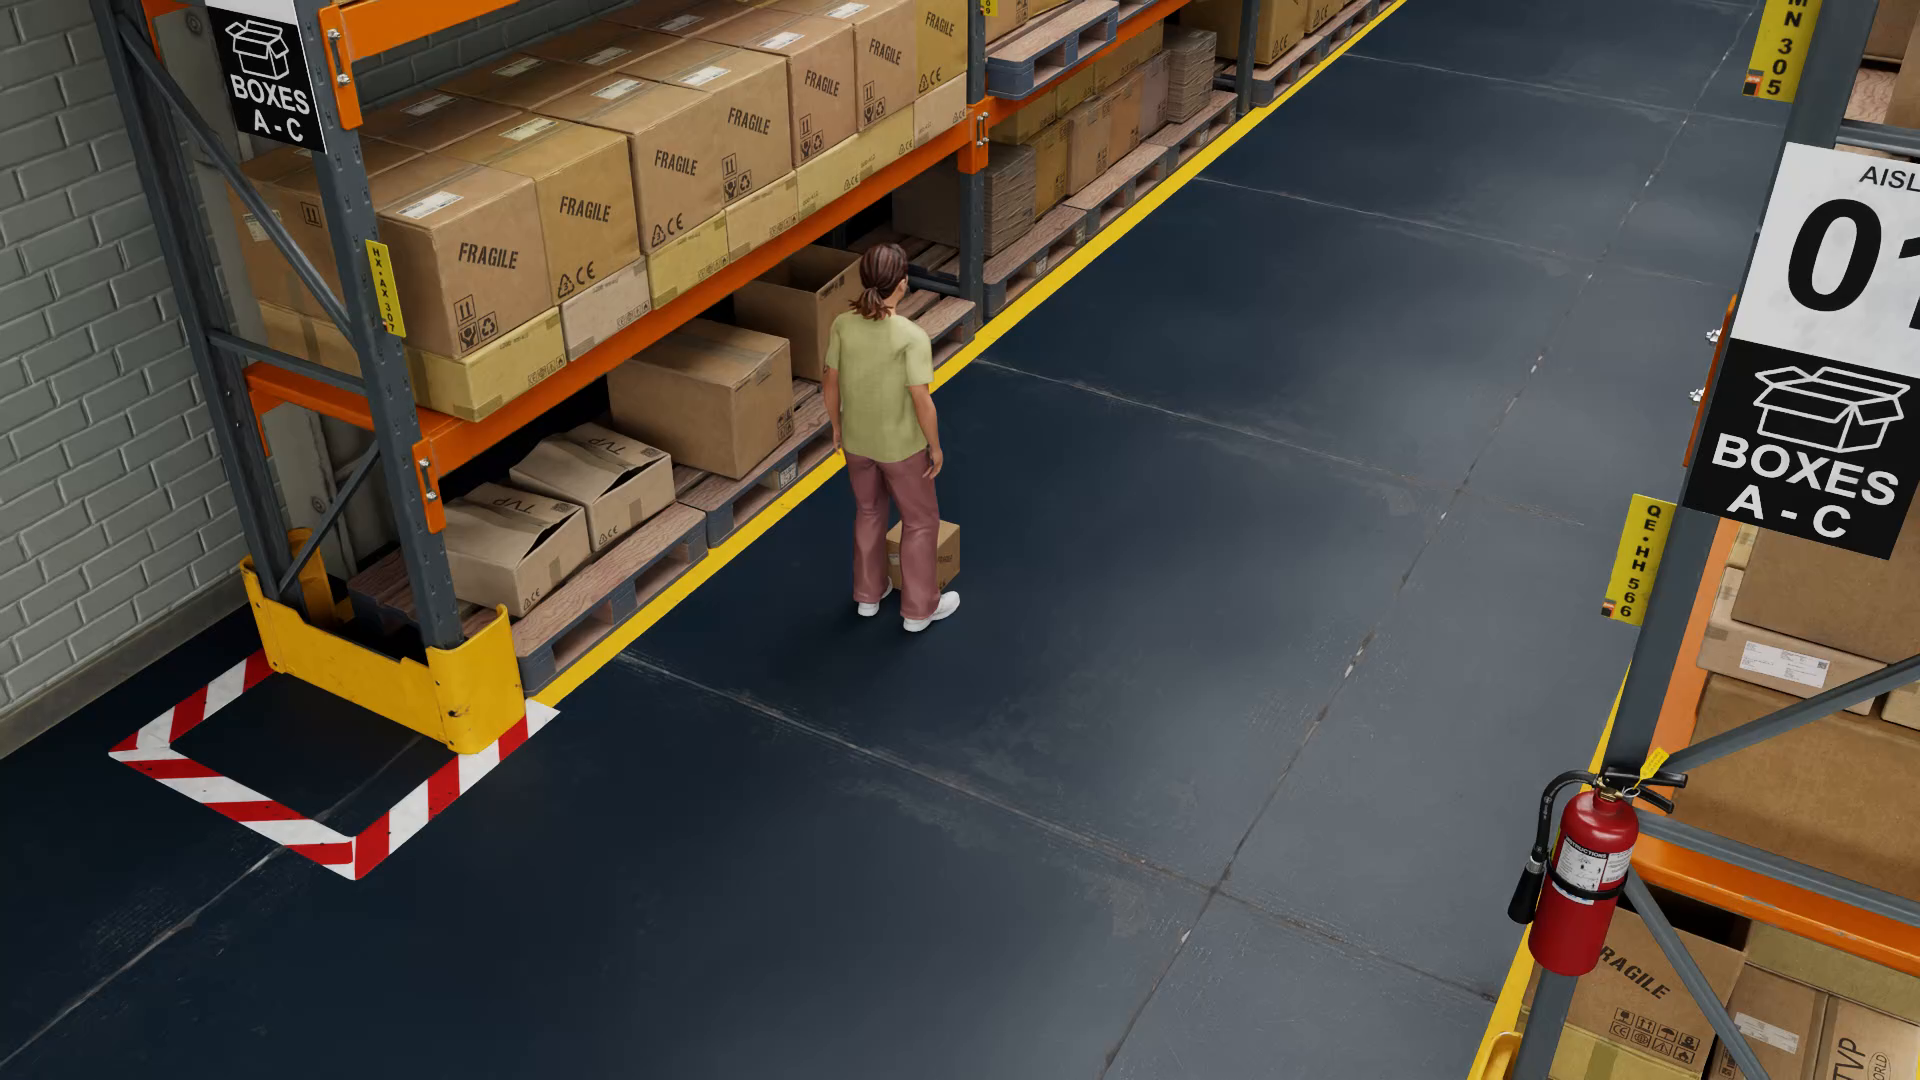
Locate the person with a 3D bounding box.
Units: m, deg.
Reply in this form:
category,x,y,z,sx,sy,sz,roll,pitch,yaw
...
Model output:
category,x,y,z,sx,sy,sz,roll,pitch,yaw
person,-0.287,-0.398,6.729,0.509,1.671,0.366,16,37,22
